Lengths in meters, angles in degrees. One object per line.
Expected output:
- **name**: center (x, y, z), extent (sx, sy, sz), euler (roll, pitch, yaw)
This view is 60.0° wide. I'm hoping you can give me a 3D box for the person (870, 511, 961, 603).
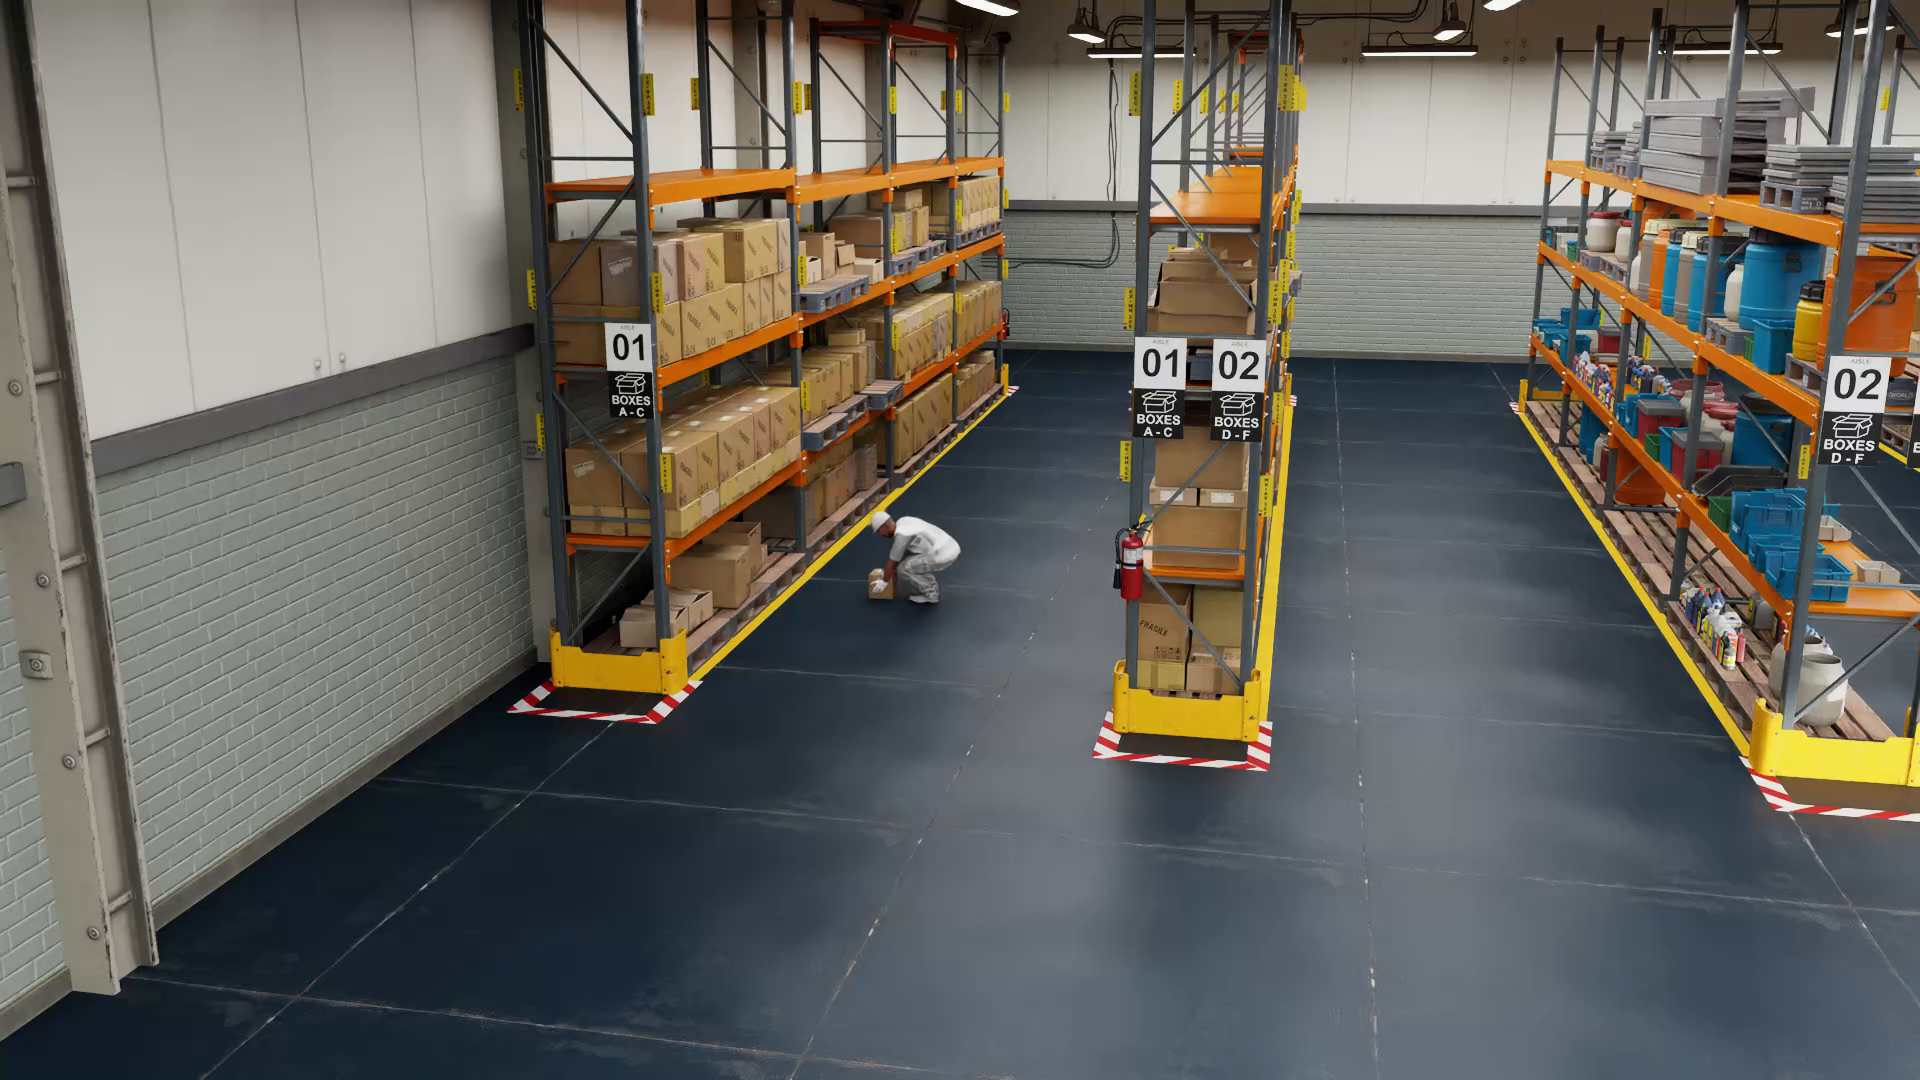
- **person**: center (-0.463, 0.163, 17.073), extent (0.906, 0.922, 0.567), euler (3, 15, 11)
